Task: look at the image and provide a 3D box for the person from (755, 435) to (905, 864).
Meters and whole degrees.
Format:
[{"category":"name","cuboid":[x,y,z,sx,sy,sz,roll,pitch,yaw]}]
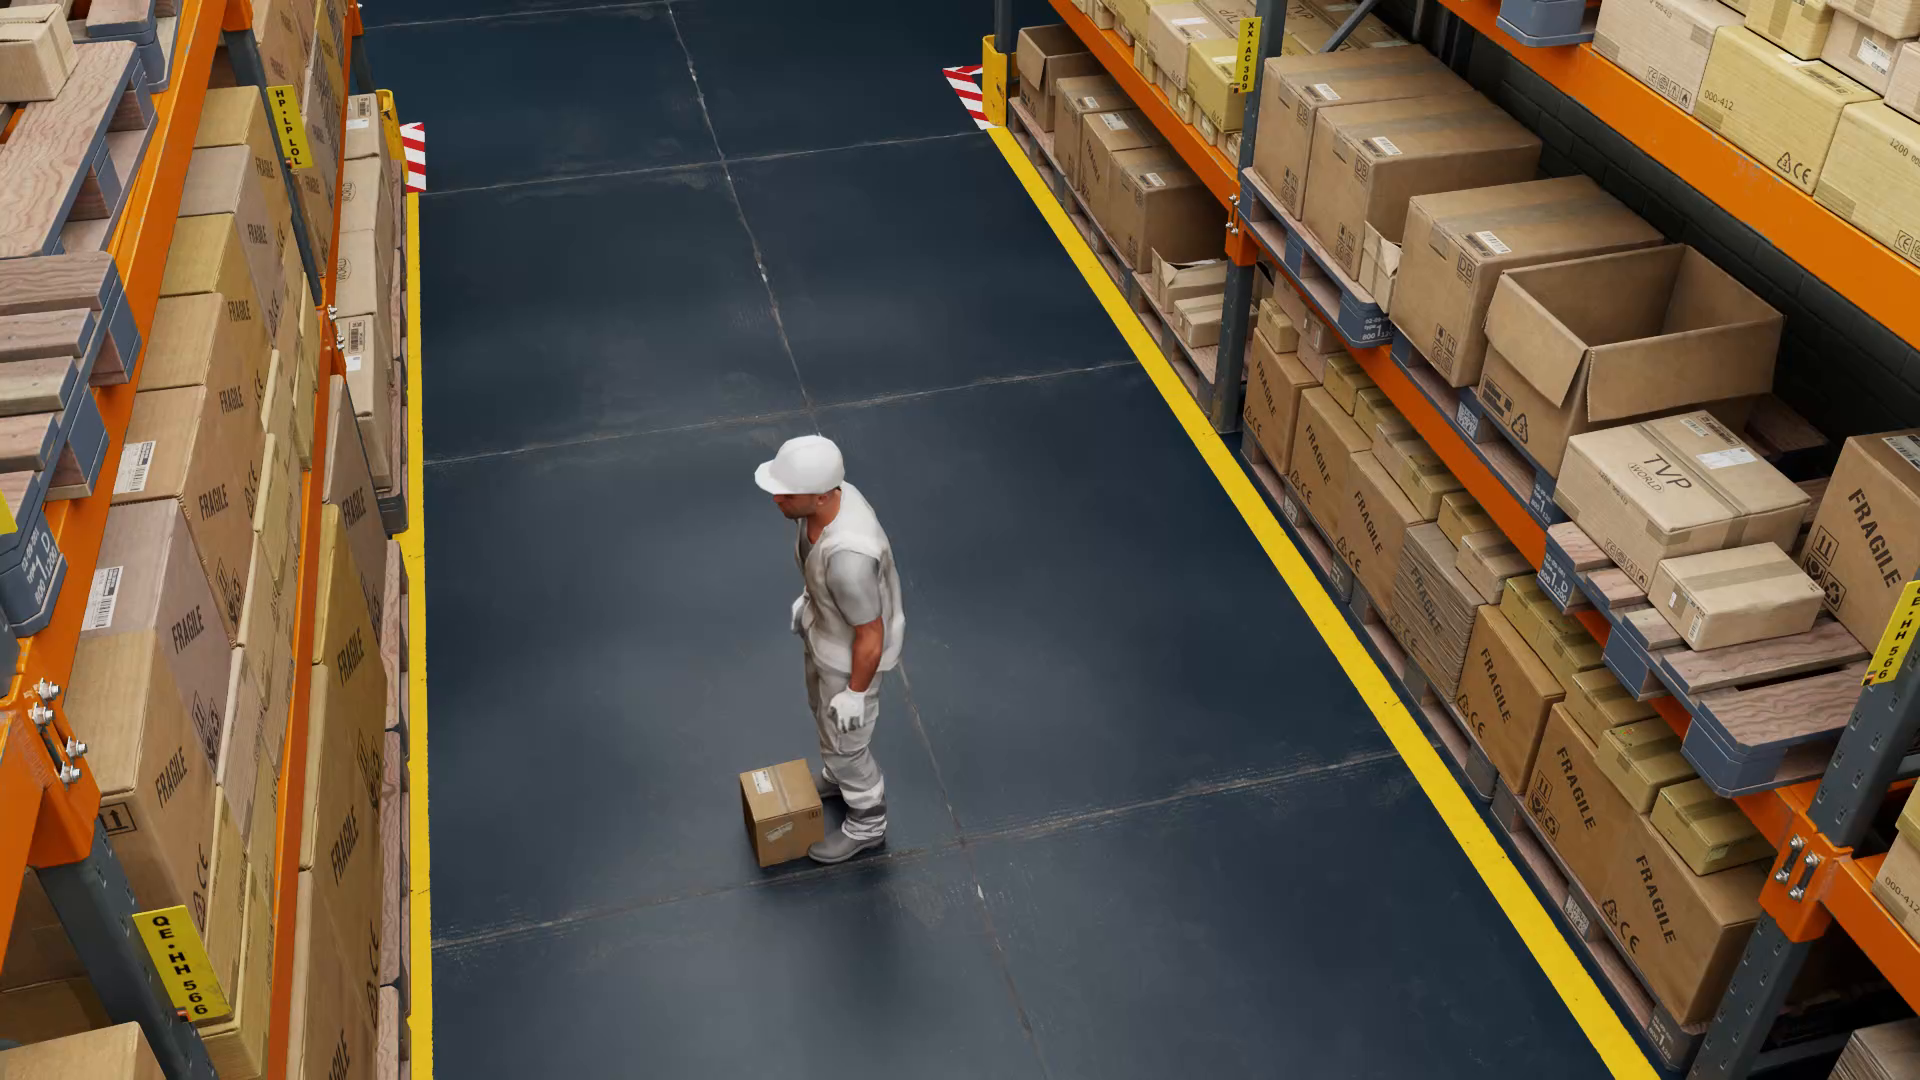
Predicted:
[{"category":"person","cuboid":[-0.426,0.370,5.662,0.445,1.780,0.620,-11,39,-14]}]
